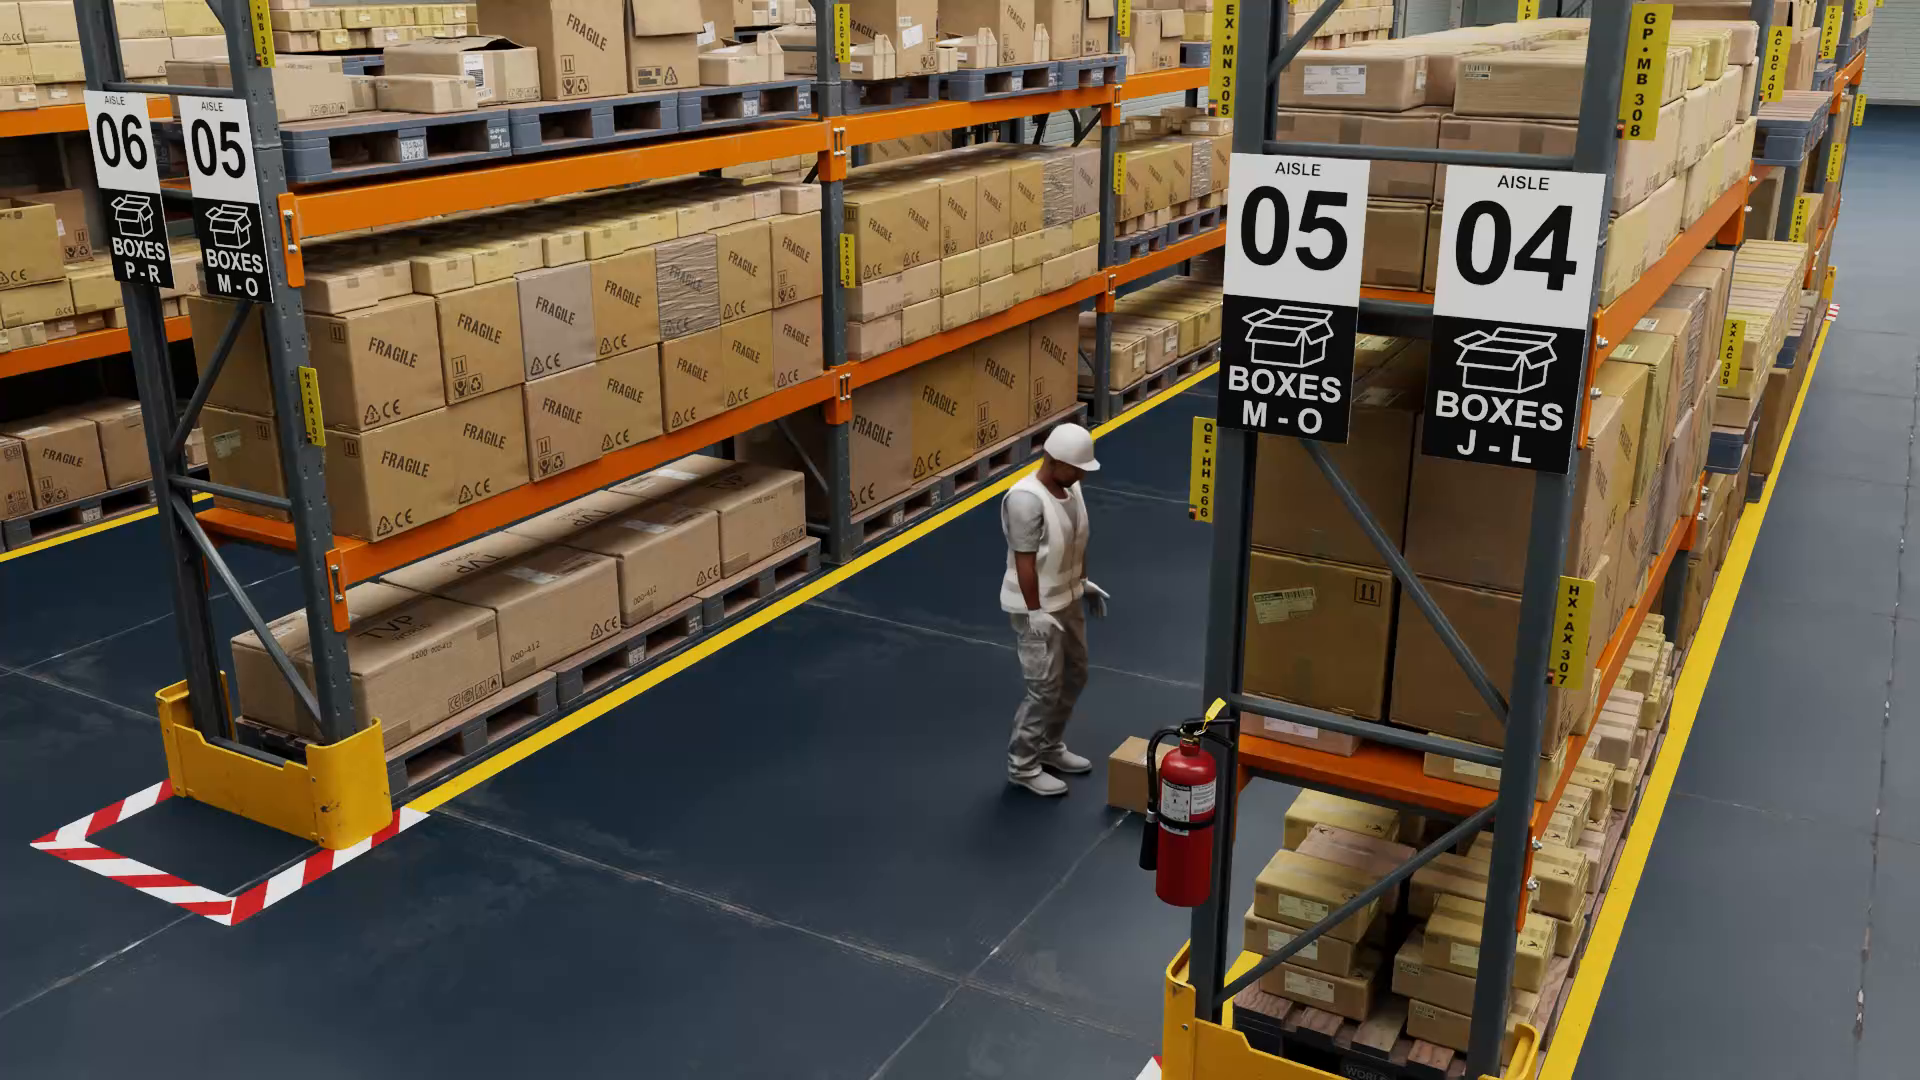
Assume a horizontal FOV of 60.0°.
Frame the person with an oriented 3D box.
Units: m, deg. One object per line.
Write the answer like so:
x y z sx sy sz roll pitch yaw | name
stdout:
0.431 0.299 7.728 0.414 1.754 0.563 11 22 29 | person
